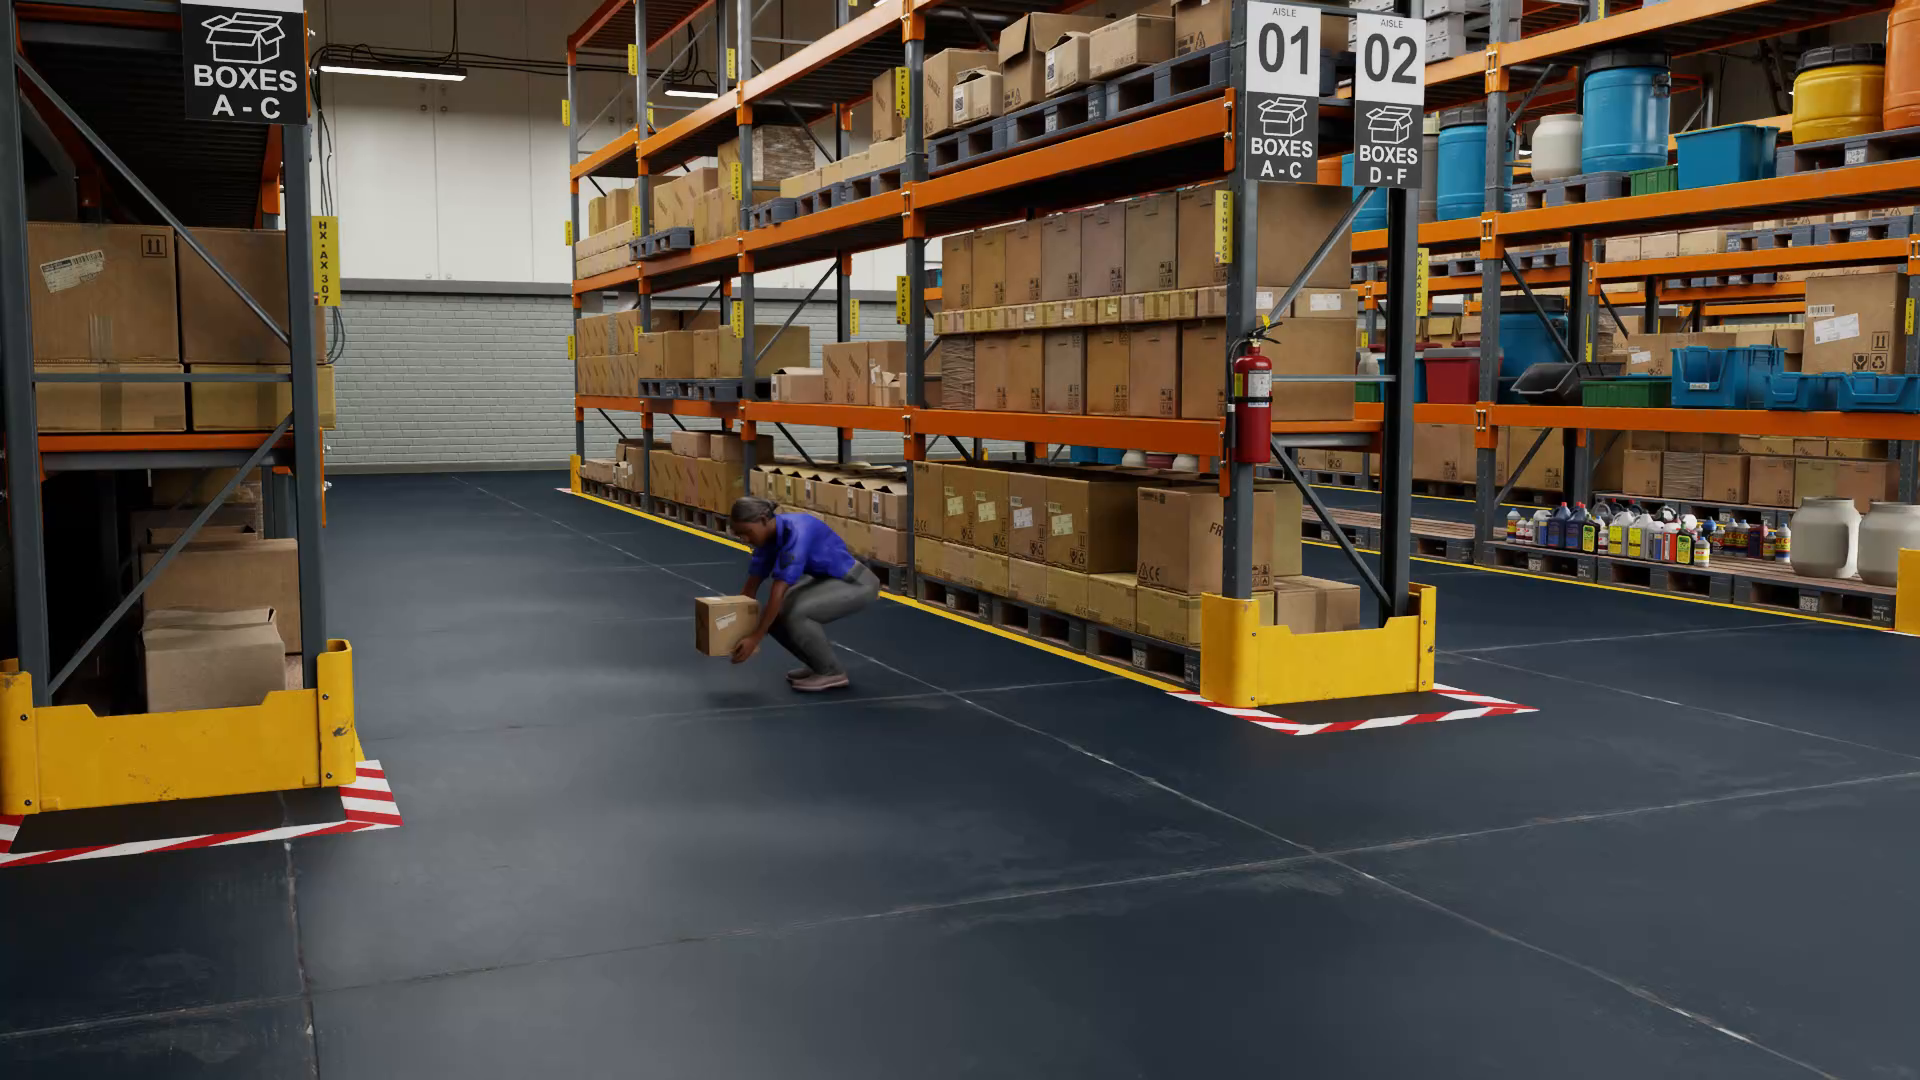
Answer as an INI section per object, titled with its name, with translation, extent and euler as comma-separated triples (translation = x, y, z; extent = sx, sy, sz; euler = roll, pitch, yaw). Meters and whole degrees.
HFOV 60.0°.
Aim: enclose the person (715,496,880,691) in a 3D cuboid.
[person]
translation = -0.781, 0.251, 8.119
extent = 0.810, 0.958, 0.485
euler = -2, 6, -24
